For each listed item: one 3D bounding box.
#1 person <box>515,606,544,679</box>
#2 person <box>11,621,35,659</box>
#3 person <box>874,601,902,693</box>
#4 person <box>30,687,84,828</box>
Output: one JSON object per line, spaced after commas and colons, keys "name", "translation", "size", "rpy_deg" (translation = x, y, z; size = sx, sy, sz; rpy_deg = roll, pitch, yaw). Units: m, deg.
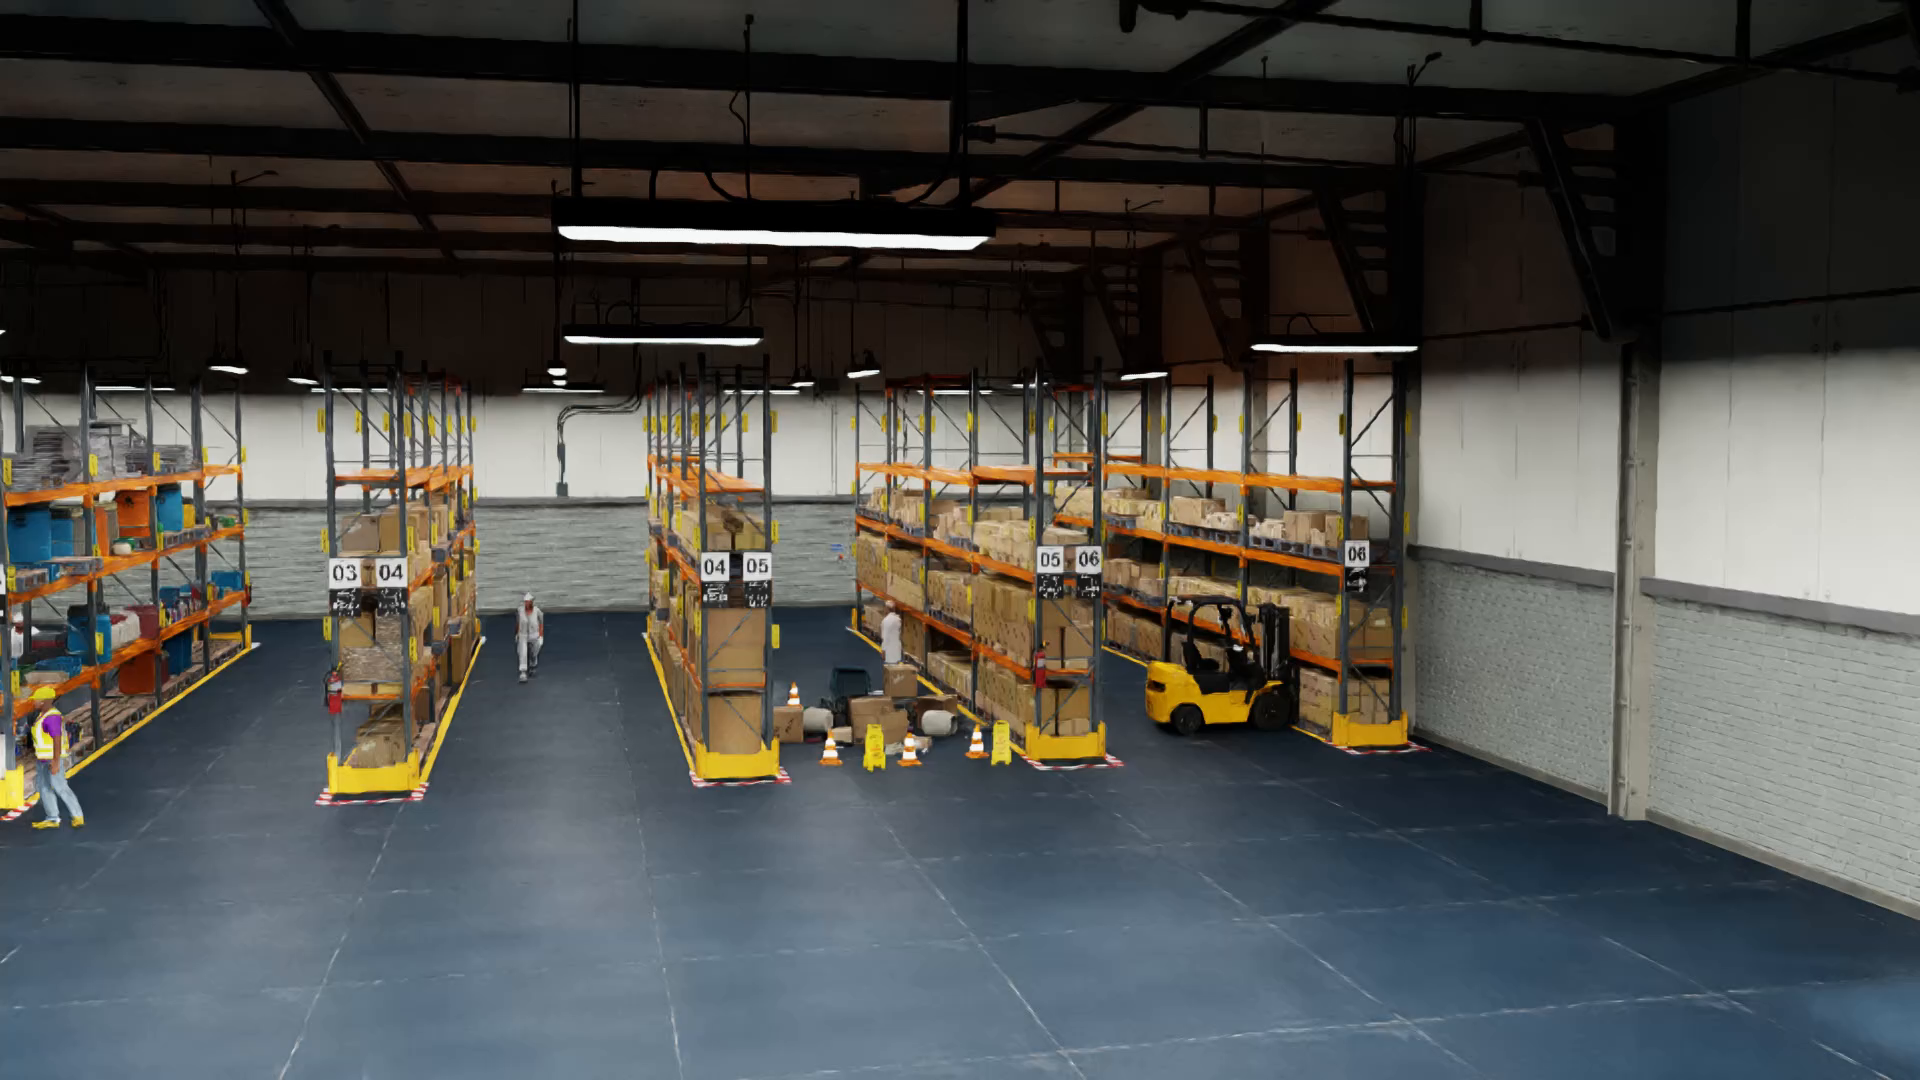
{"name": "person", "translation": [-8.384, 1.966, 32.370], "size": [0.551, 1.433, 0.910], "rpy_deg": [-1, 4, -15]}
{"name": "person", "translation": [-16.522, 2.128, 29.306], "size": [0.575, 1.653, 1.121], "rpy_deg": [-1, 4, -10]}
{"name": "person", "translation": [-1.297, 1.989, 30.292], "size": [0.641, 1.774, 0.684], "rpy_deg": [1, 4, 12]}
{"name": "person", "translation": [-11.248, 2.696, 20.675], "size": [0.540, 1.759, 0.658], "rpy_deg": [-4, 5, -42]}
